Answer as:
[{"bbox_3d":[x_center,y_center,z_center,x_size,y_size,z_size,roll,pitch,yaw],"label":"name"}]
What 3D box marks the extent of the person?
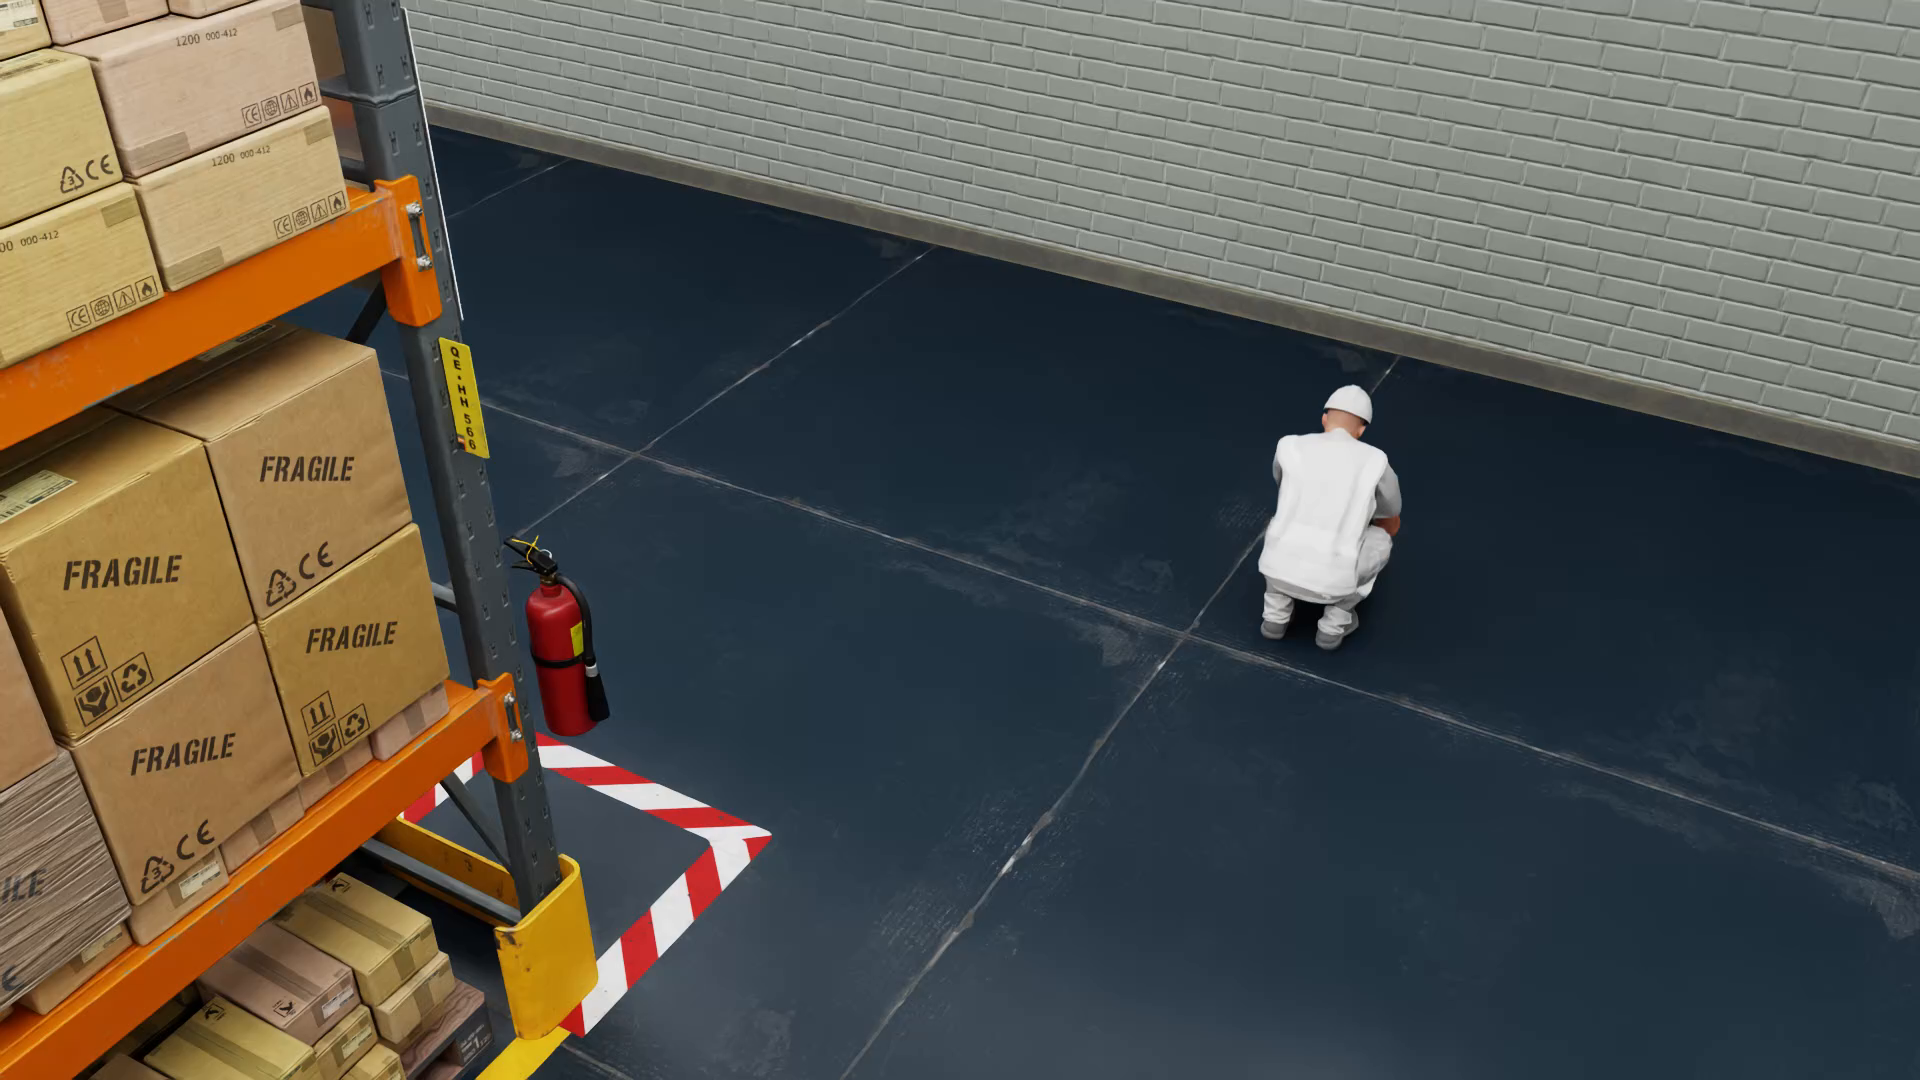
[{"bbox_3d":[1.537,-0.088,6.974,0.561,0.992,0.873,18,38,24],"label":"person"}]
